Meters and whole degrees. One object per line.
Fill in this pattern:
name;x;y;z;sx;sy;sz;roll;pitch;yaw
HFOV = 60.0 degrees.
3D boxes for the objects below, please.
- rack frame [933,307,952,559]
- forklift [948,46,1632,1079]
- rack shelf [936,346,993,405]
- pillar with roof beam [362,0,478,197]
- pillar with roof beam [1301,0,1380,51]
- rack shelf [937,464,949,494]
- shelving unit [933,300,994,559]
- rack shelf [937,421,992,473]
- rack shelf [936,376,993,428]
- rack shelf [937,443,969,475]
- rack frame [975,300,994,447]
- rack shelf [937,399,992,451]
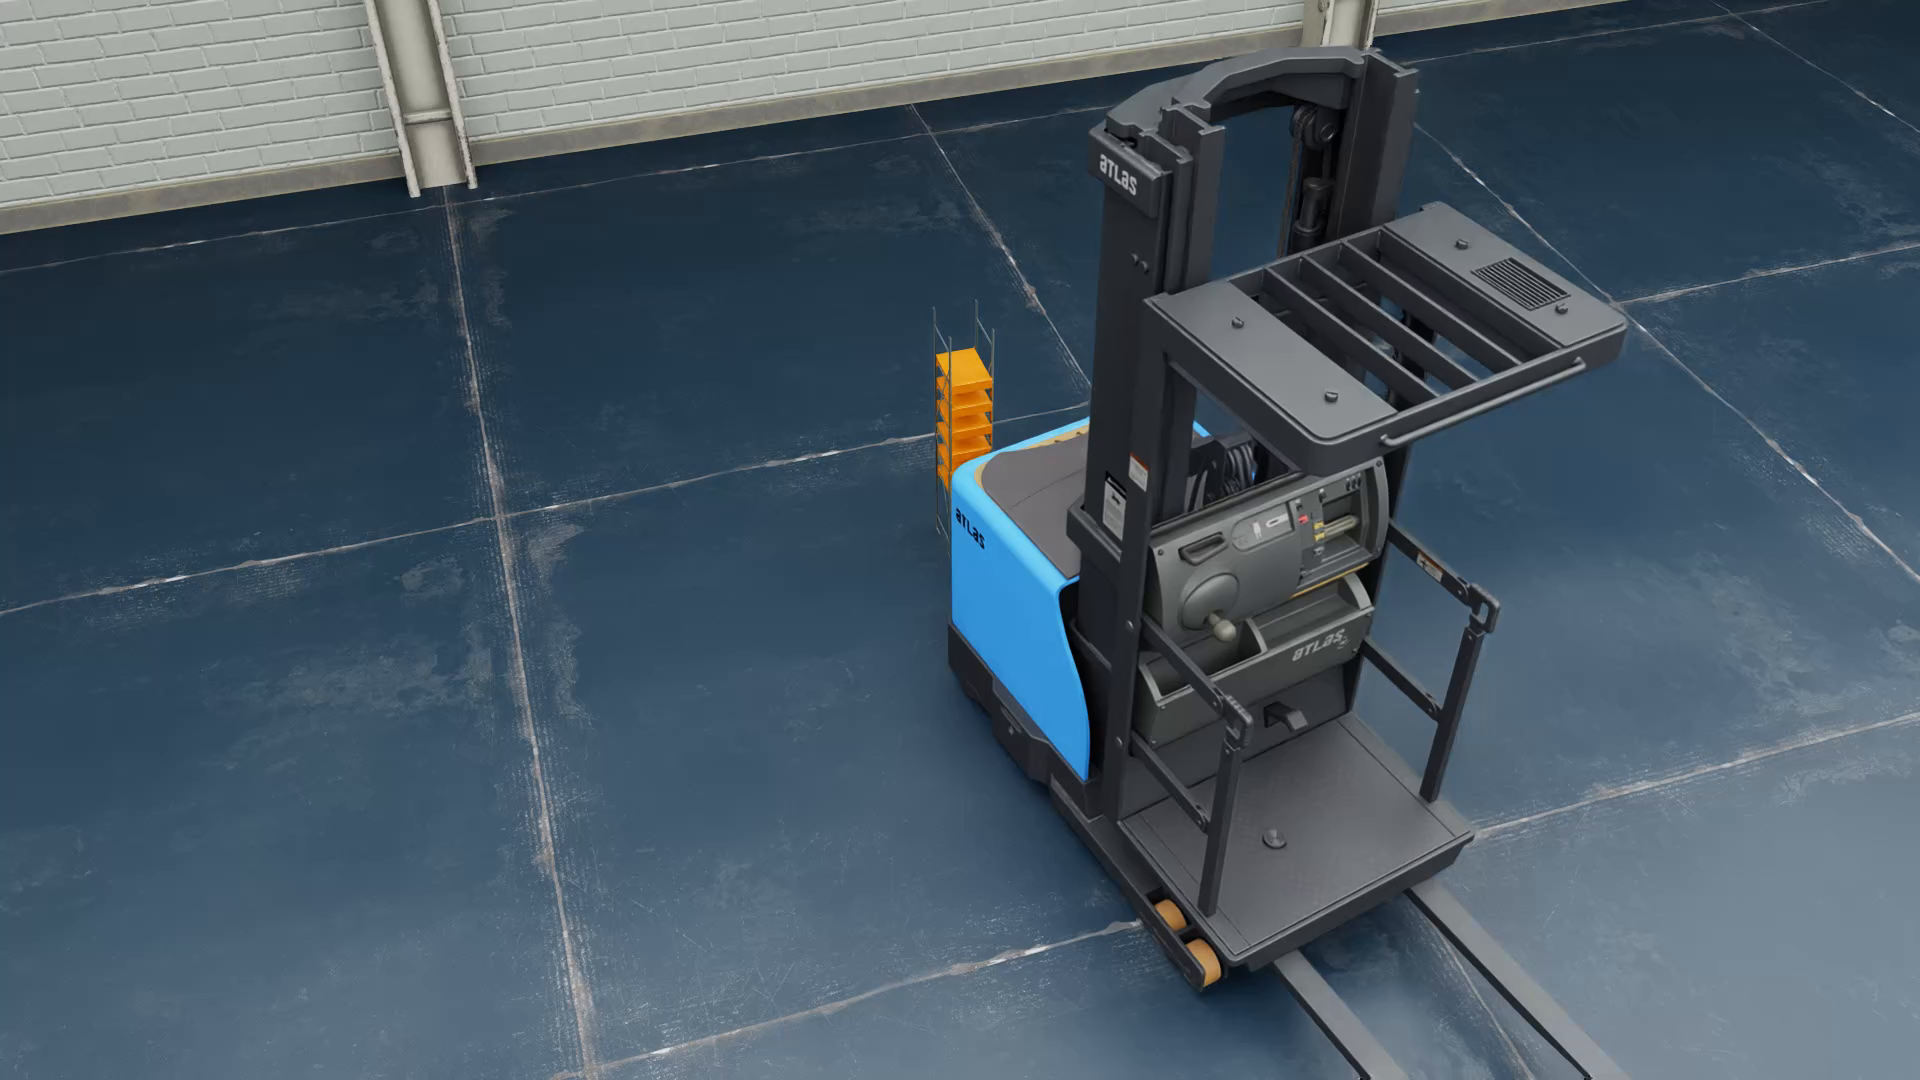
rack frame;-0.073;-0.437;7.187;0.006;1.200;0.240;-12;42;-13
forklift;1.125;0.106;5.251;1.130;2.935;3.031;-21;45;-22
rack shelf;0.014;-0.692;7.000;0.180;0.103;0.258;-12;42;-13
pillar with roof beam;-1.850;-2.872;4.047;0.400;9.000;9.100;-12;42;-13
pillar with roof beam;3.873;-4.058;5.405;0.400;9.000;9.100;-12;42;-13
rack shelf;0.014;-0.241;7.395;0.180;0.103;0.258;-12;42;-13
shelving unit;0.014;-0.455;7.208;0.189;1.200;0.258;-12;42;-13
rack shelf;0.014;-0.421;7.237;0.180;0.103;0.258;-12;42;-13
rack shelf;0.014;-0.602;7.079;0.180;0.103;0.258;-12;42;-13
rack shelf;0.014;-0.331;7.316;0.180;0.103;0.258;-12;42;-13
rack frame;0.101;-0.473;7.229;0.006;1.200;0.240;-12;42;-13
rack shelf;0.014;-0.512;7.158;0.180;0.103;0.258;-12;42;-13
